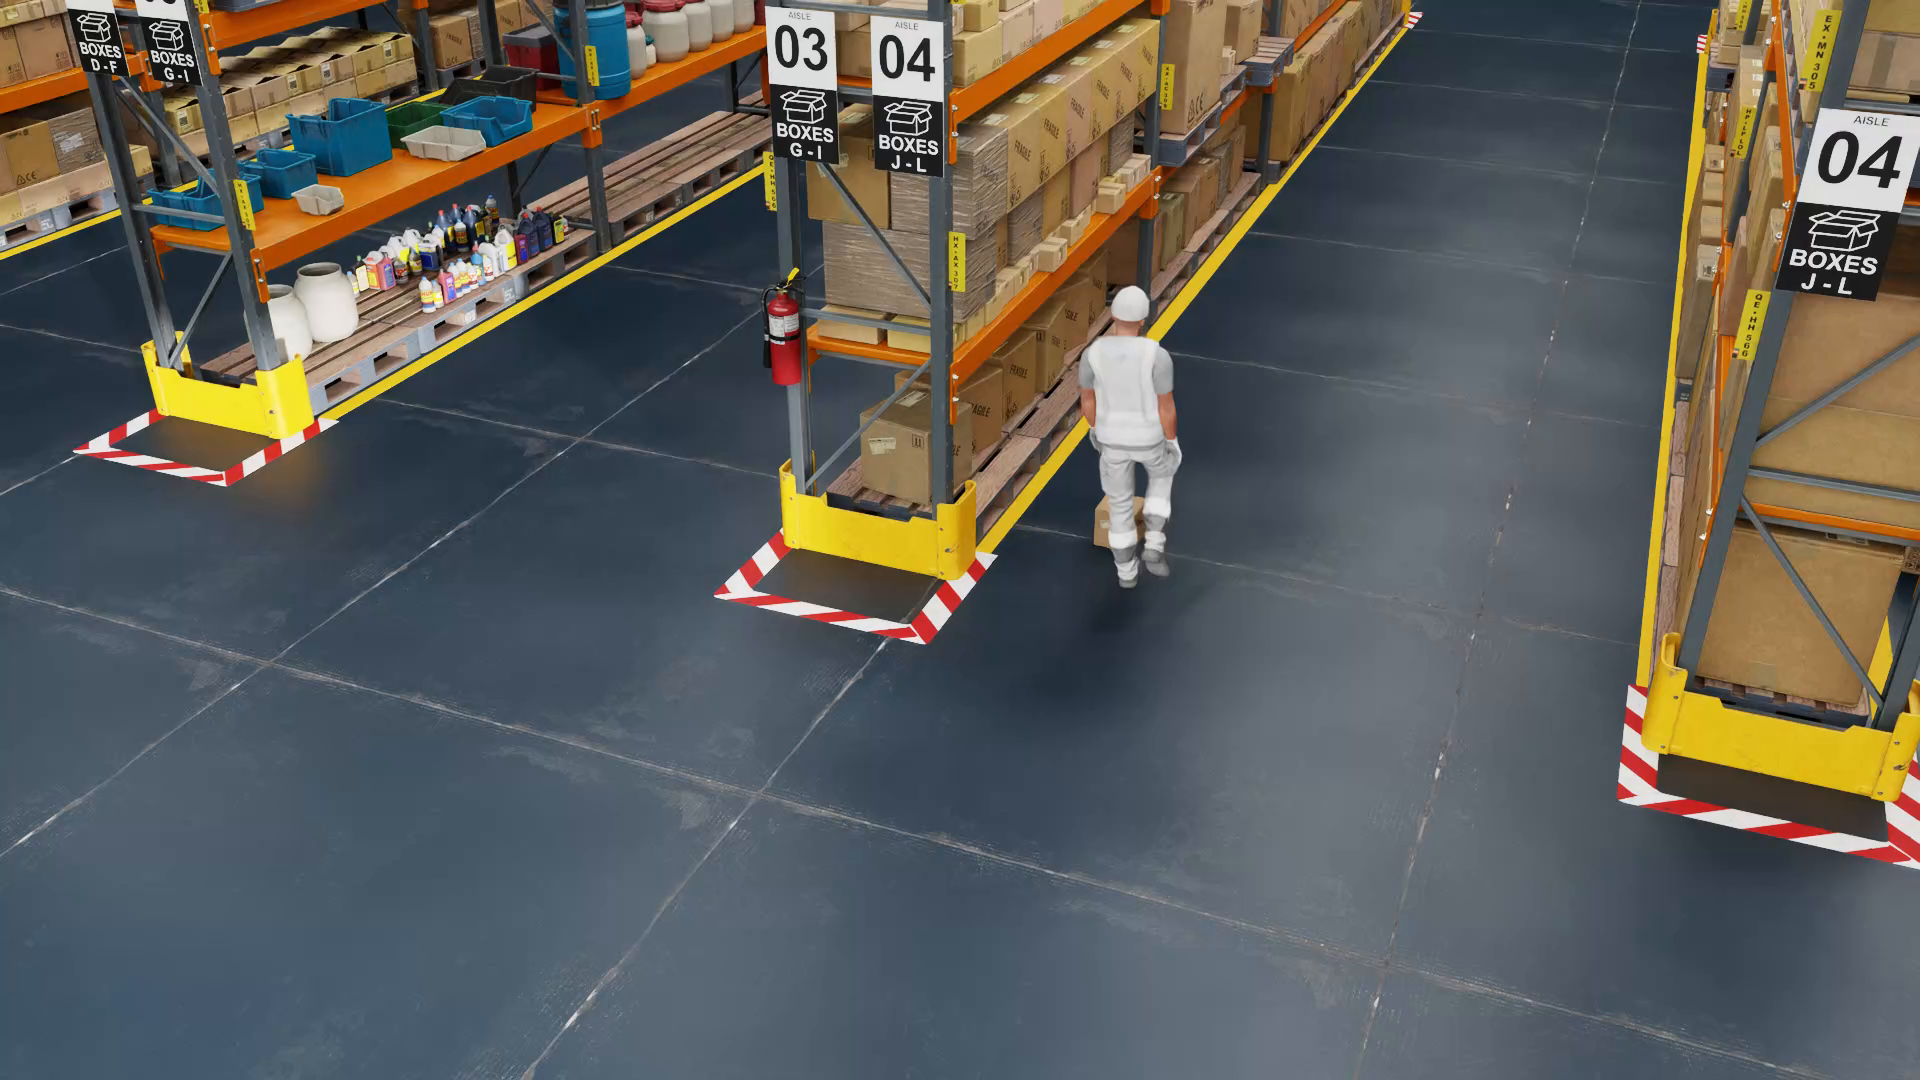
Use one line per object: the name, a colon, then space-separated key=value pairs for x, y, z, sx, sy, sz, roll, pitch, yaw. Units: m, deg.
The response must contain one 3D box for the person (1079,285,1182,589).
person: x=0.973 y=-0.597 z=9.413 sx=0.603 sy=1.788 sz=0.461 roll=7 pitch=30 yaw=12
